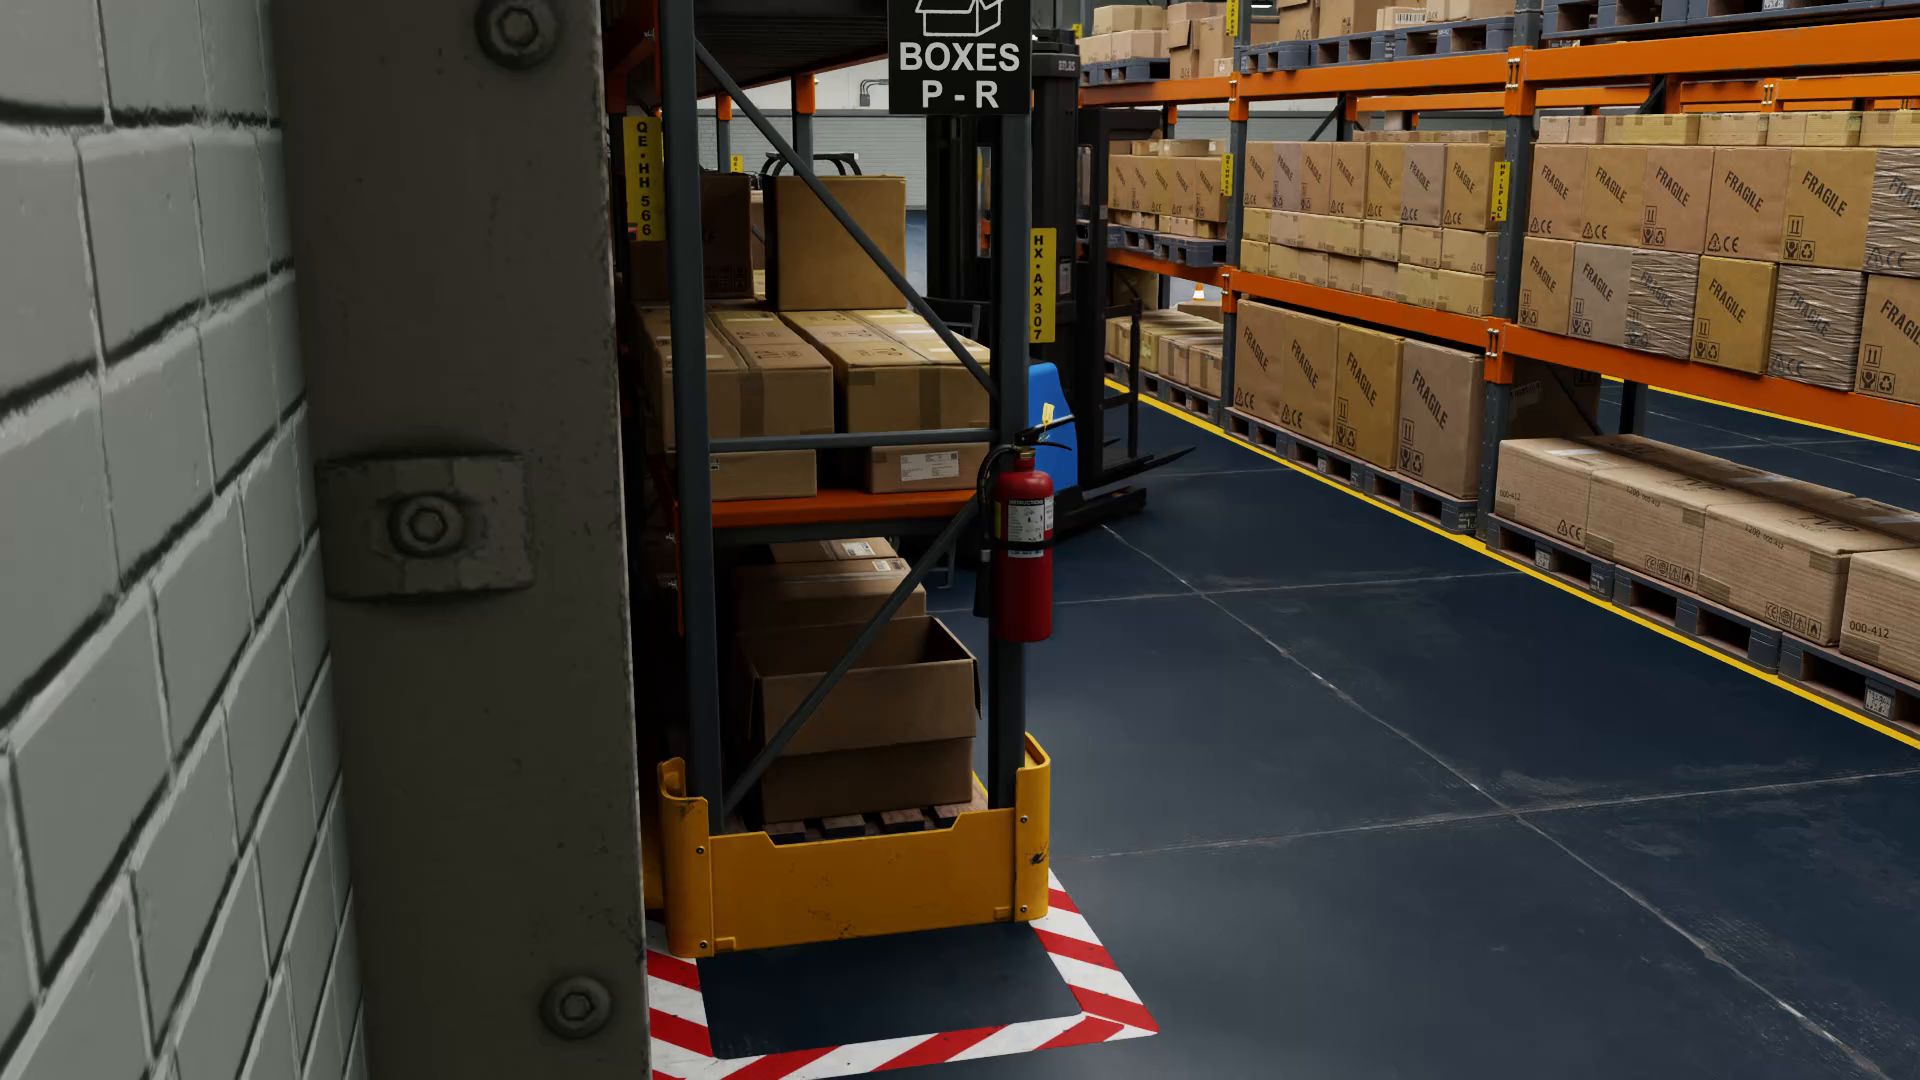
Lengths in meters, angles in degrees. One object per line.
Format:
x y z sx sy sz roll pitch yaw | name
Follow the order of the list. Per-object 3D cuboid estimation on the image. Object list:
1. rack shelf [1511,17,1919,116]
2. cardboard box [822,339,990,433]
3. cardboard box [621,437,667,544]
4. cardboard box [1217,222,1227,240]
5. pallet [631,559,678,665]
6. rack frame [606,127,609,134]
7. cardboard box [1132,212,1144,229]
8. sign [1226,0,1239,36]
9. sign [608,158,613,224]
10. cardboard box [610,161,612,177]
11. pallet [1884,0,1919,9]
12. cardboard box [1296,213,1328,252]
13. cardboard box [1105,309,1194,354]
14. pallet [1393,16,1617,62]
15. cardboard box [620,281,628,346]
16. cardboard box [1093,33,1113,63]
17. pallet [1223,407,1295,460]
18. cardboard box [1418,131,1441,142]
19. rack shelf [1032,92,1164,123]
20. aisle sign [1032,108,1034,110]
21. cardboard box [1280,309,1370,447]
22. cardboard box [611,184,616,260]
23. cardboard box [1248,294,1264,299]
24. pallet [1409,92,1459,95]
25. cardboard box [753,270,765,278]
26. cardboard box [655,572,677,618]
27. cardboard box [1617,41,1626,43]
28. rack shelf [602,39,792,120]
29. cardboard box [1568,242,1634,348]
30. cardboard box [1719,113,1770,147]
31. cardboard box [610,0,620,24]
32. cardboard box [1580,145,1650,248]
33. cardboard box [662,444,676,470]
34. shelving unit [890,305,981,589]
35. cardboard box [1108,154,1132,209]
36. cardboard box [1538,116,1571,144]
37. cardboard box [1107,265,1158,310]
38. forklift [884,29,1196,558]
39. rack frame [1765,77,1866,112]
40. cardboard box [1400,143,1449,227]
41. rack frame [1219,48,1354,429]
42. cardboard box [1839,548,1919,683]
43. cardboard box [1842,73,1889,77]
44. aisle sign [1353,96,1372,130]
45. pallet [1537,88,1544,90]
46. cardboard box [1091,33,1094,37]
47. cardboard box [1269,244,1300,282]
4.052 -2.124 7.497 1.077 0.370 4.000 -3 14 -13 | rack shelf
-0.147 -0.469 5.216 0.500 0.250 0.500 -3 14 -13 | cardboard box
-1.644 -0.287 9.164 0.500 0.500 0.500 -3 14 -13 | cardboard box
2.337 -2.545 13.669 0.380 0.149 0.250 -3 14 -11 | cardboard box
-1.081 0.313 8.203 1.003 0.211 1.213 -3 14 -13 | pallet
-3.120 -3.046 16.075 1.000 3.000 0.127 -3 14 -13 | rack frame
1.805 -2.958 15.360 0.380 0.149 0.250 -3 14 -11 | cardboard box
2.115 -4.079 12.894 0.100 0.325 0.005 -3 14 -13 | sign
-1.780 -1.731 8.253 0.100 0.325 0.005 -3 14 -13 | sign
-3.489 -3.611 16.183 0.380 0.149 0.250 -3 14 -13 | cardboard box
4.337 -2.140 6.232 1.003 0.211 1.213 -3 14 -13 | pallet
2.747 -2.205 11.896 0.500 0.250 0.500 -3 14 -13 | cardboard box
1.829 -2.130 16.978 0.950 0.372 0.625 -3 14 -12 | cardboard box
3.319 -3.051 10.178 0.805 0.209 1.217 -4 14 -15 | pallet
-1.263 -1.028 7.502 0.500 0.250 0.500 -3 14 -14 | cardboard box
1.571 -4.638 15.701 0.500 0.250 0.500 -3 14 -14 | cardboard box
2.755 -0.860 13.003 1.003 0.211 1.213 -3 14 -13 | pallet
6.071 -4.682 20.178 0.875 0.550 0.500 -3 14 -13 | cardboard box
1.234 -4.893 18.829 1.077 0.370 4.000 -3 14 -13 | rack shelf
1.032 -5.540 20.804 0.394 0.787 0.004 -3 14 -13 | aisle sign
2.930 -1.203 12.122 0.875 0.875 0.875 -3 14 -13 | cardboard box
-2.212 -2.248 11.714 0.500 0.500 0.500 -3 14 -11 | cardboard box
3.427 -2.583 17.852 0.500 0.500 0.500 -3 14 -13 | cardboard box
5.736 -5.789 21.169 1.003 0.211 1.213 -3 14 -13 | pallet
-0.885 -1.168 8.078 0.500 0.250 0.500 -3 14 -12 | cardboard box
-1.214 0.246 7.722 0.380 0.149 0.250 -3 14 -14 | cardboard box
6.995 -4.987 16.920 0.500 0.250 0.500 -3 14 -14 | cardboard box
-1.711 -2.770 10.138 1.077 0.370 4.000 -3 14 -13 | rack shelf
3.552 -1.287 8.666 0.500 0.500 0.500 -3 14 -13 | cardboard box
3.744 -1.888 7.649 0.380 0.149 0.250 -3 14 -13 | cardboard box
-1.240 -2.205 6.842 0.380 0.149 0.250 -3 14 -14 | cardboard box
3.571 -1.772 8.543 0.500 0.500 0.500 -3 14 -14 | cardboard box
-0.786 -0.335 5.509 0.380 0.149 0.250 -4 14 -15 | cardboard box
-0.348 -0.548 8.900 0.431 1.500 0.755 -2 13 -36 | shelving unit
1.653 -3.481 16.133 0.500 0.500 0.500 -3 14 -13 | cardboard box
3.404 -2.240 9.092 0.380 0.149 0.250 -3 14 -14 | cardboard box
1.827 -2.707 18.017 0.500 0.500 0.500 -3 14 -11 | cardboard box
0.537 -1.612 10.350 1.130 2.935 3.031 9 16 33 | forklift
7.431 -2.700 14.658 1.000 3.000 0.127 -3 14 -13 | rack frame
3.105 -2.220 10.377 0.500 0.500 0.500 -3 14 -12 | cardboard box
2.643 -2.401 13.434 1.000 3.000 0.127 -3 14 -13 | rack frame
4.270 0.339 6.734 0.875 0.438 0.875 -4 14 -15 | cardboard box
7.431 -3.944 13.220 0.500 0.500 0.500 -3 14 -13 | cardboard box
5.244 -5.808 21.902 0.394 0.787 0.004 -3 14 -13 | aisle sign
6.309 -5.226 18.865 1.003 0.211 1.213 -3 14 -13 | pallet
1.417 -5.107 17.039 0.380 0.149 0.250 -3 14 -12 | cardboard box
2.651 -2.084 12.451 0.500 0.250 0.500 -4 14 -15 | cardboard box
